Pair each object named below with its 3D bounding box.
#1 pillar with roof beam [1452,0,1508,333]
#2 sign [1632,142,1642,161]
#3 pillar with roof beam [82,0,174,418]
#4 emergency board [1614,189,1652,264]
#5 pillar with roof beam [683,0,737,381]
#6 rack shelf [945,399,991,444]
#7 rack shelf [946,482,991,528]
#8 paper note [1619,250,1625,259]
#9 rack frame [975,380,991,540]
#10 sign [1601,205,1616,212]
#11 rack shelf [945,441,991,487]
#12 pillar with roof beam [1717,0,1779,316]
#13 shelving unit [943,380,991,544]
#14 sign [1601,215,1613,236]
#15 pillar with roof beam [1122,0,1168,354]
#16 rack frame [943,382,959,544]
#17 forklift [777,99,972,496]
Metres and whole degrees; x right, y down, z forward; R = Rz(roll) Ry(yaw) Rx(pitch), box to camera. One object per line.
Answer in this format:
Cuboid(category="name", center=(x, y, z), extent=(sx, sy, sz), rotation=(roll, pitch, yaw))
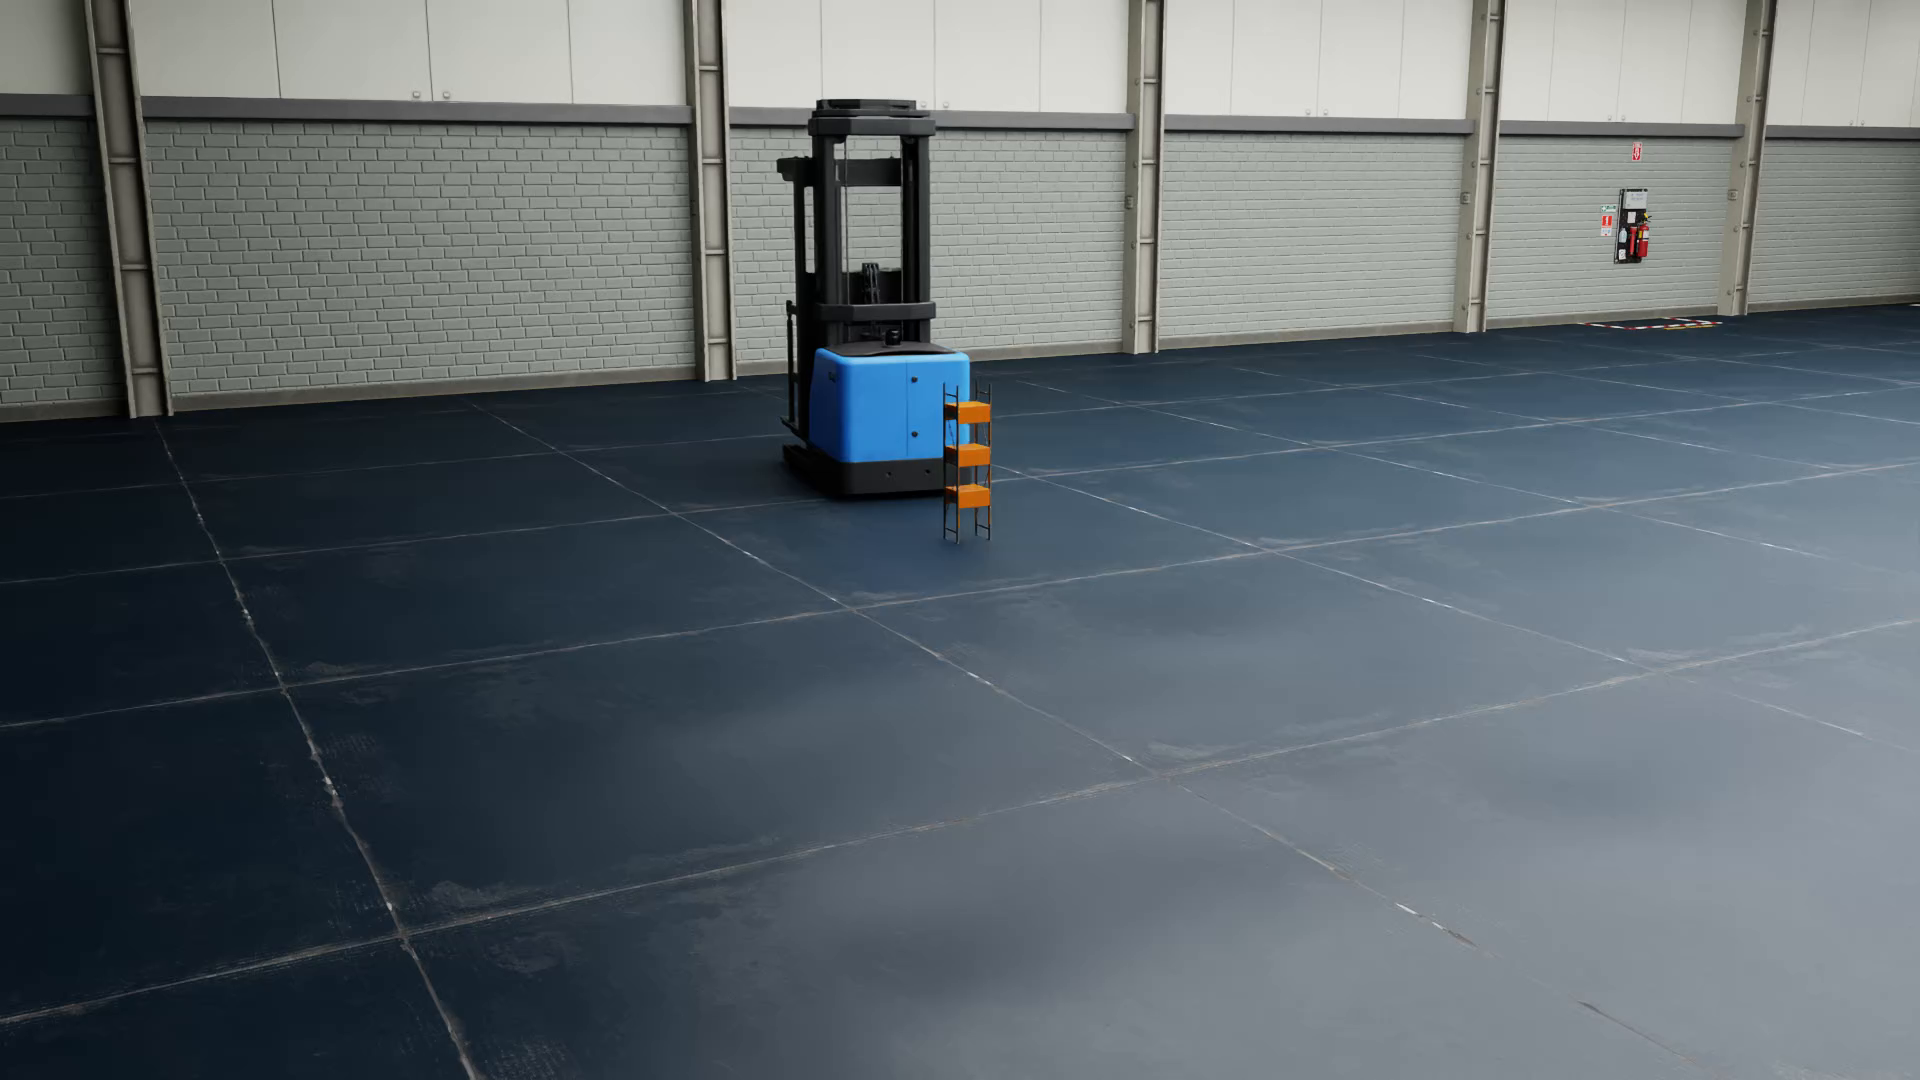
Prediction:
Cuboid(category="pillar with roof beam", center=(9.740, -6.710, 20.430), extent=(0.400, 9.000, 9.100), rotation=(-7, 14, -28))
Cuboid(category="sign", center=(10.702, -6.141, 26.284), extent=(0.199, 0.298, 0.001), rotation=(-7, 14, -28))
Cuboid(category="pillar with roof beam", center=(-6.059, -4.817, 12.016), extent=(0.400, 9.000, 9.100), rotation=(-7, 14, -28))
Cuboid(category="emergency board", center=(10.757, -4.992, 26.457), extent=(0.643, 1.169, 0.194), rotation=(-7, 14, -28))
Cuboid(category="pillar with roof beam", center=(-0.793, -5.448, 14.821), extent=(0.400, 9.000, 9.100), rotation=(-7, 14, -28))
Cuboid(category="rack shelf", center=(0.047, -0.784, 10.959), extent=(0.240, 0.259, 0.215), rotation=(-7, 14, -28))
Cuboid(category="rack shelf", center=(0.047, -0.236, 11.082), extent=(0.240, 0.259, 0.215), rotation=(-7, 14, -28))
Cuboid(category="paper note", center=(10.568, -4.557, 26.530), extent=(0.142, 0.148, 0.016), rotation=(-7, 14, -28))
Cuboid(category="rack frame", center=(0.154, -0.531, 11.076), extent=(0.008, 1.050, 0.200), rotation=(-7, 14, -28))
Cuboid(category="sign", center=(10.230, -5.228, 26.220), extent=(0.331, 0.109, 0.001), rotation=(-7, 14, -28))
Cuboid(category="rack shelf", center=(0.047, -0.507, 11.021), extent=(0.240, 0.259, 0.215), rotation=(-7, 14, -28))
Cuboid(category="pillar with roof beam", center=(15.007, -7.341, 23.235), extent=(0.400, 9.000, 9.100), rotation=(-7, 14, -28))
Cuboid(category="shelving unit", center=(0.047, -0.518, 11.019), extent=(0.252, 1.050, 0.215), rotation=(-7, 14, -28))
Cuboid(category="sign", center=(10.222, -4.971, 26.283), extent=(0.234, 0.329, 0.001), rotation=(-7, 14, -28))
Cuboid(category="pillar with roof beam", center=(4.474, -6.079, 17.625), extent=(0.400, 9.000, 9.100), rotation=(-7, 14, -28))
Cuboid(category="rack frame", center=(-0.060, -0.505, 10.962), extent=(0.008, 1.050, 0.200), rotation=(-7, 14, -28))
Cuboid(category="forklift", center=(-0.845, -2.040, 13.499), extent=(1.130, 2.935, 3.031), rotation=(-4, 13, -17))
